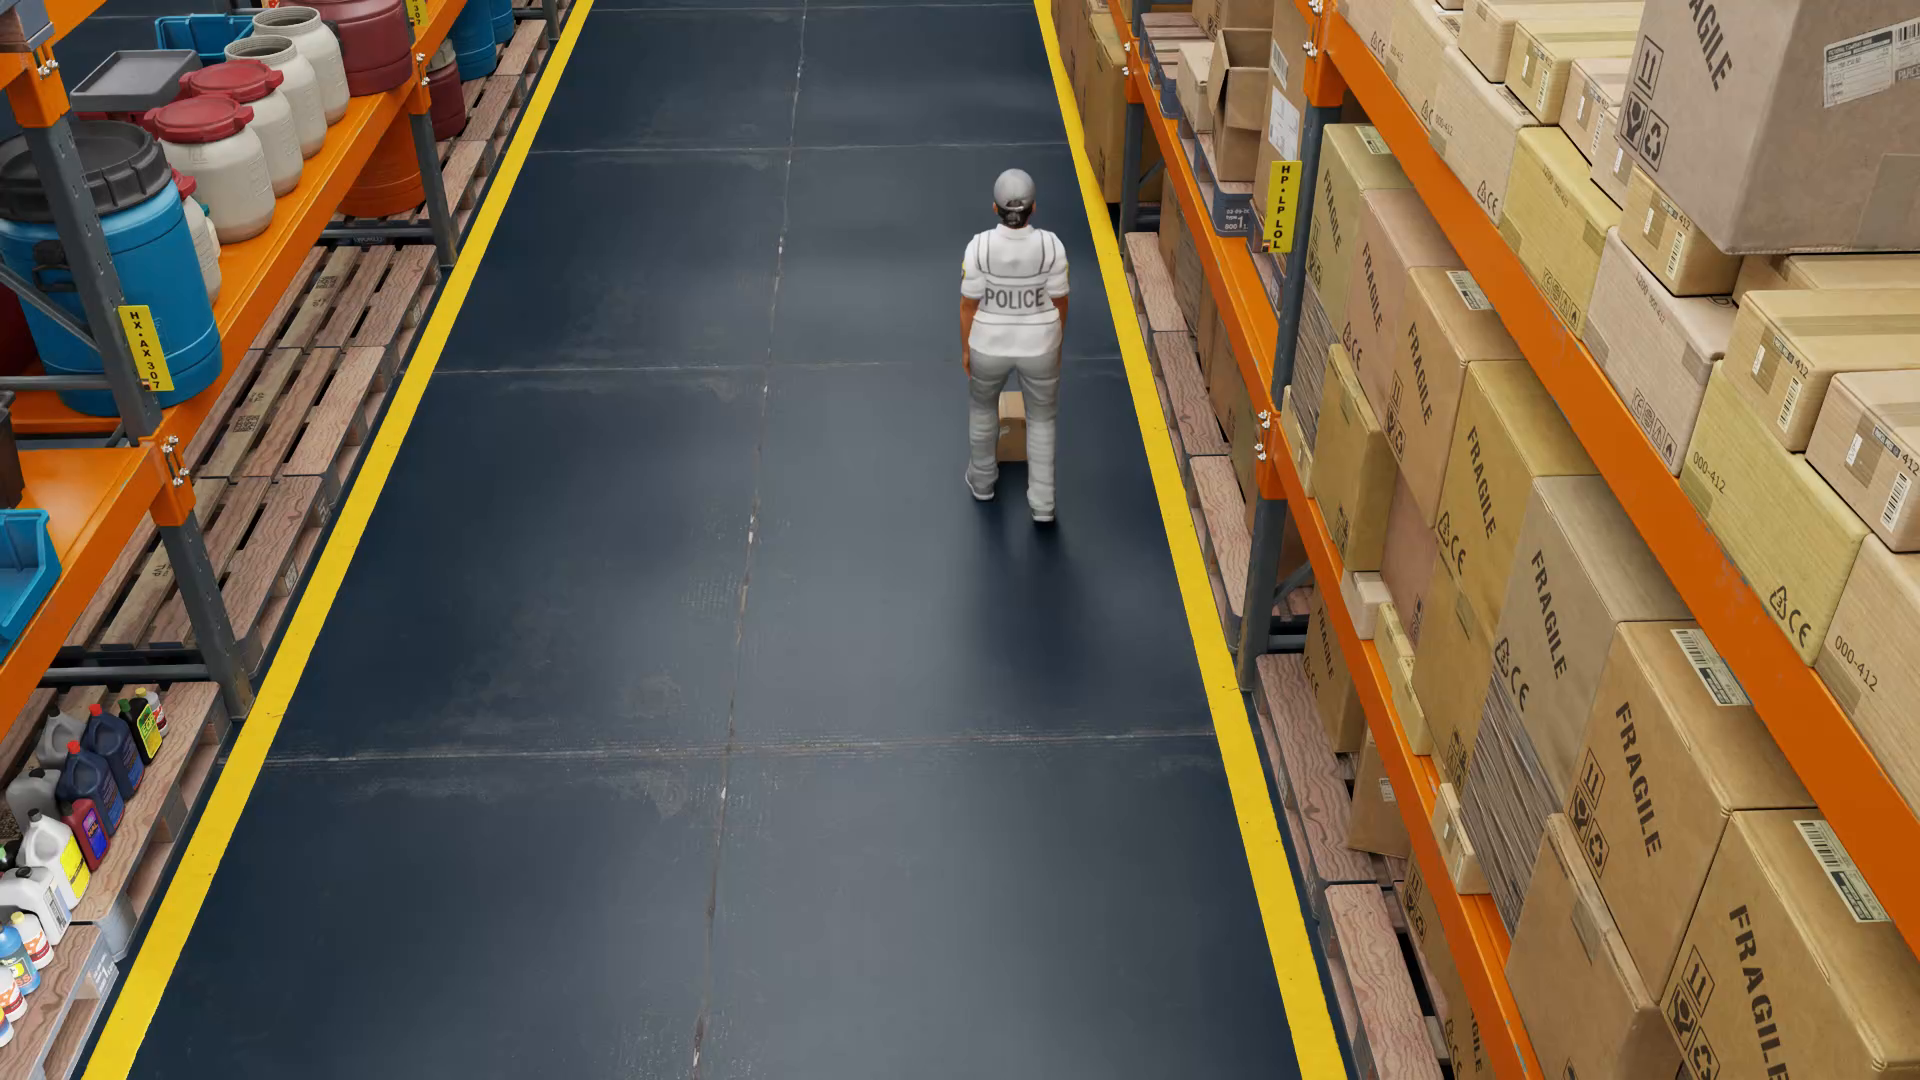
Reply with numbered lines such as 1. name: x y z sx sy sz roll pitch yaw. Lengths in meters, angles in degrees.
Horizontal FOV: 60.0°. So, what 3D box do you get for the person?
1. person: 0.234 -0.847 7.381 0.477 1.698 0.534 -1 35 -1
